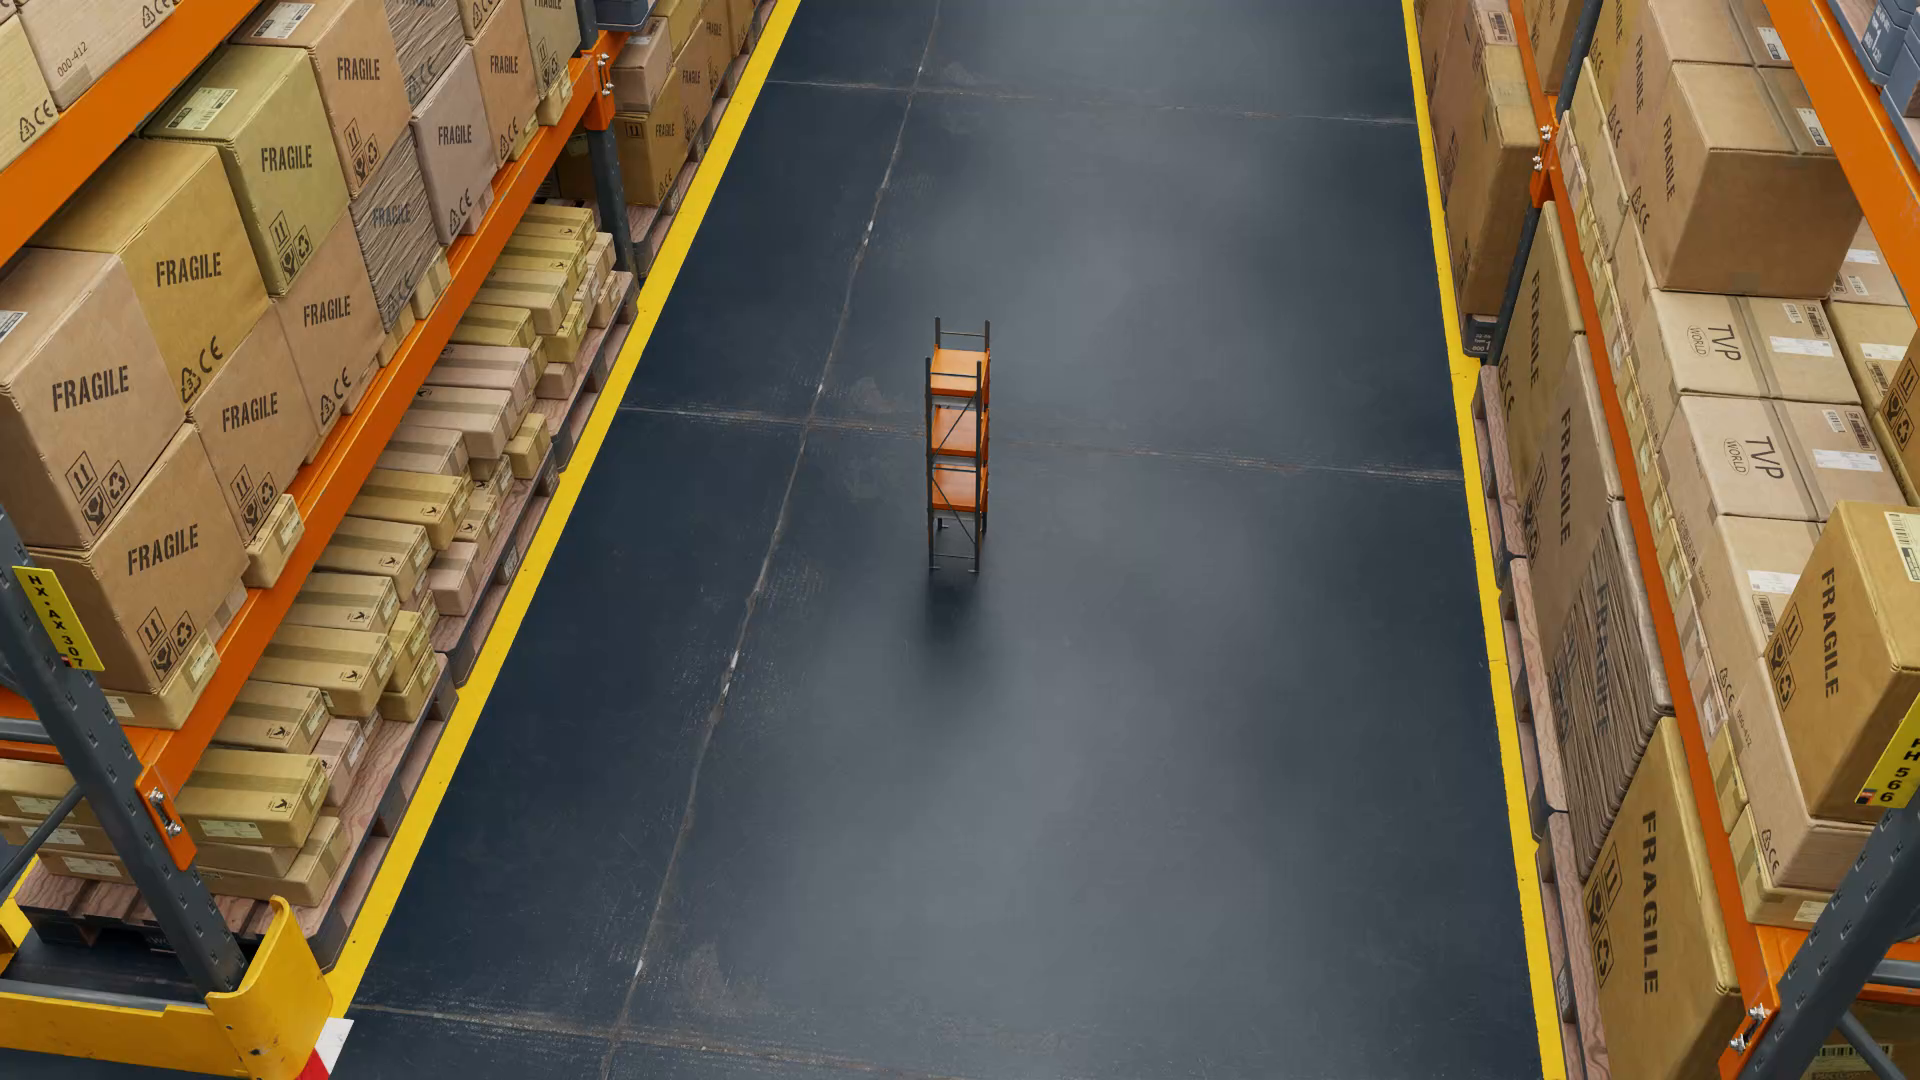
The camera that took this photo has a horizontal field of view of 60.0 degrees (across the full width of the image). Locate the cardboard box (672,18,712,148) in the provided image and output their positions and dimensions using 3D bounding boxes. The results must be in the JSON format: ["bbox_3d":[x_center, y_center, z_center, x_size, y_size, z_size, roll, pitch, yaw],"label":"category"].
[{"bbox_3d":[-1.613,-2.366,8.579,0.500,0.500,0.500,7,44,7],"label":"cardboard box"}]

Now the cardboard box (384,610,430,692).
[{"bbox_3d":[-2.068,0.365,5.734,0.380,0.149,0.250,7,44,7],"label":"cardboard box"}]

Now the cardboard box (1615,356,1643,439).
[{"bbox_3d":[2.288,-0.436,5.211,0.380,0.149,0.250,4,44,4],"label":"cardboard box"}]

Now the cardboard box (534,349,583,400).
[{"bbox_3d":[-1.844,-0.744,7.122,0.380,0.149,0.250,4,44,4],"label":"cardboard box"}]

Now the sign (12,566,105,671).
[{"bbox_3d":[-2.033,0.180,3.748,0.100,0.325,0.005,5,44,6],"label":"sign"}]

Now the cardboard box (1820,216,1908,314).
[{"bbox_3d":[2.930,-0.789,5.294,0.500,0.250,0.500,6,44,6],"label":"cardboard box"}]

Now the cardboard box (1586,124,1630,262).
[{"bbox_3d":[2.469,-1.180,5.707,0.500,0.250,0.500,5,44,5],"label":"cardboard box"}]

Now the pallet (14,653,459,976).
[{"bbox_3d":[-2.418,0.856,5.693,1.003,0.211,1.213,5,44,6],"label":"pallet"}]

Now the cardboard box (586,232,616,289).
[{"bbox_3d":[-1.768,-1.262,7.453,0.380,0.149,0.250,6,44,6],"label":"cardboard box"}]

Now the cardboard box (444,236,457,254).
[{"bbox_3d":[-2.019,-1.081,5.893,0.380,0.149,0.250,5,44,5],"label":"cardboard box"}]

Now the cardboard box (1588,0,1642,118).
[{"bbox_3d":[2.545,-1.784,5.799,0.500,0.500,0.500,5,44,6],"label":"cardboard box"}]

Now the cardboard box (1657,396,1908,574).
[{"bbox_3d":[2.268,-0.135,4.604,0.500,0.250,0.500,4,44,4],"label":"cardboard box"}]

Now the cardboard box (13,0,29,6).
[{"bbox_3d":[-2.187,-1.402,3.613,0.500,0.250,0.500,5,44,5],"label":"cardboard box"}]

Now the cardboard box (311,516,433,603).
[{"bbox_3d":[-2.090,0.062,5.838,0.380,0.149,0.250,7,44,7],"label":"cardboard box"}]

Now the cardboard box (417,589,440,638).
[{"bbox_3d":[-2.123,0.298,6.022,0.380,0.149,0.250,5,44,6],"label":"cardboard box"}]

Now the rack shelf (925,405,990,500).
[{"bbox_3d":[-0.007,-0.337,6.358,0.215,0.259,0.240,5,44,6],"label":"rack shelf"}]

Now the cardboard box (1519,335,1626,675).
[{"bbox_3d":[2.576,-0.086,5.899,0.875,0.875,0.875,5,44,6],"label":"cardboard box"}]

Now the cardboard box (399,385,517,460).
[{"bbox_3d":[-1.930,-0.452,6.381,0.380,0.149,0.250,4,44,4],"label":"cardboard box"}]

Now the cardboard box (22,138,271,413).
[{"bbox_3d":[-2.188,-0.688,4.279,0.500,0.500,0.500,6,44,7],"label":"cardboard box"}]

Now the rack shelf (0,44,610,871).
[{"bbox_3d":[-2.306,-0.656,5.785,1.077,0.370,4.000,5,44,6],"label":"rack shelf"}]

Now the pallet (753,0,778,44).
[{"bbox_3d":[-1.618,-3.462,10.252,1.003,0.211,1.213,5,44,6],"label":"pallet"}]

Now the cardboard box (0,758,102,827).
[{"bbox_3d":[-2.752,0.728,5.135,0.380,0.149,0.250,6,44,6],"label":"cardboard box"}]

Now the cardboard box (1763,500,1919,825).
[{"bbox_3d":[2.137,0.283,3.616,0.500,0.500,0.500,6,44,6],"label":"cardboard box"}]

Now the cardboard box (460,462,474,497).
[{"bbox_3d":[-2.087,-0.196,6.327,0.380,0.149,0.250,7,44,7],"label":"cardboard box"}]

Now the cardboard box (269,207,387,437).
[{"bbox_3d":[-2.114,-0.679,4.997,0.500,0.500,0.500,6,44,6],"label":"cardboard box"}]

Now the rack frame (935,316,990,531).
[{"bbox_3d":[0.009,-0.428,6.438,0.200,1.050,0.008,5,44,6],"label":"rack frame"}]

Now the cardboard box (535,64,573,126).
[{"bbox_3d":[-1.773,-1.788,6.639,0.380,0.149,0.250,4,44,4],"label":"cardboard box"}]

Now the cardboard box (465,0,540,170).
[{"bbox_3d":[-1.895,-1.716,6.091,0.500,0.500,0.500,4,44,4],"label":"cardboard box"}]

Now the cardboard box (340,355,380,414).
[{"bbox_3d":[-2.102,-0.547,5.329,0.380,0.149,0.250,4,44,5],"label":"cardboard box"}]

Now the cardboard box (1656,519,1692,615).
[{"bbox_3d":[2.187,0.088,4.659,0.380,0.149,0.250,4,44,5],"label":"cardboard box"}]

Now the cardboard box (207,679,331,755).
[{"bbox_3d":[-2.247,0.587,5.284,0.380,0.149,0.250,6,44,6],"label":"cardboard box"}]

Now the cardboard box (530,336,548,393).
[{"bbox_3d":[-1.940,-0.731,6.892,0.380,0.149,0.250,6,44,6],"label":"cardboard box"}]

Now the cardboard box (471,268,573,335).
[{"bbox_3d":[-1.851,-1.000,6.960,0.380,0.149,0.250,5,44,5],"label":"cardboard box"}]

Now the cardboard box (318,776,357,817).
[{"bbox_3d":[-2.230,0.814,5.476,0.380,0.149,0.250,5,44,5],"label":"cardboard box"}]

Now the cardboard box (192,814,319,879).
[{"bbox_3d":[-2.247,0.886,5.184,0.380,0.149,0.250,7,44,7],"label":"cardboard box"}]

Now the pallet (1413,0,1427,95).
[{"bbox_3d":[3.211,-2.944,9.706,1.003,0.211,1.213,5,44,6],"label":"pallet"}]

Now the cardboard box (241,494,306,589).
[{"bbox_3d":[-2.121,-0.010,4.762,0.380,0.149,0.250,4,44,4],"label":"cardboard box"}]

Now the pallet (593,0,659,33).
[{"bbox_3d":[-1.796,-2.719,7.579,1.003,0.211,1.213,5,44,6],"label":"pallet"}]

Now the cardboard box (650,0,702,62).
[{"bbox_3d":[-1.614,-2.640,8.324,0.500,0.250,0.500,6,44,7],"label":"cardboard box"}]

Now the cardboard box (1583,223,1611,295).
[{"bbox_3d":[2.391,-0.960,5.765,0.380,0.149,0.250,4,44,4],"label":"cardboard box"}]

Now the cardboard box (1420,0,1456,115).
[{"bbox_3d":[3.153,-2.793,8.758,1.225,0.875,0.875,5,44,6],"label":"cardboard box"}]

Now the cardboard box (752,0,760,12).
[{"bbox_3d":[-1.413,-3.426,9.699,0.500,0.500,0.500,7,44,7],"label":"cardboard box"}]

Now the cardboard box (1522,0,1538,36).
[{"bbox_3d":[2.725,-2.477,7.112,0.500,0.500,0.500,7,44,7],"label":"cardboard box"}]

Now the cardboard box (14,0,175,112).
[{"bbox_3d":[-2.184,-1.231,3.795,0.500,0.250,0.500,7,44,7],"label":"cardboard box"}]

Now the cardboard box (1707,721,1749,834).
[{"bbox_3d":[2.086,0.606,4.111,0.380,0.149,0.250,6,44,6],"label":"cardboard box"}]

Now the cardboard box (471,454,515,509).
[{"bbox_3d":[-1.994,-0.223,6.572,0.380,0.149,0.250,6,44,6],"label":"cardboard box"}]

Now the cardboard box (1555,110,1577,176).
[{"bbox_3d":[2.493,-1.498,6.333,0.380,0.149,0.250,5,44,6],"label":"cardboard box"}]

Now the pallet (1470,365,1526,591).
[{"bbox_3d":[2.683,-0.237,6.847,1.003,0.211,1.213,5,44,6],"label":"pallet"}]

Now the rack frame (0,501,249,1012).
[{"bbox_3d":[-2.570,0.445,4.098,1.000,3.000,0.127,5,44,6],"label":"rack frame"}]

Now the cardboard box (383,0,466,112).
[{"bbox_3d":[-1.980,-1.743,5.393,0.500,0.500,0.500,6,44,7],"label":"cardboard box"}]

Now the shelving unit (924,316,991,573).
[{"bbox_3d":[-0.007,-0.345,6.351,0.215,1.050,0.252,5,44,6],"label":"shelving unit"}]
